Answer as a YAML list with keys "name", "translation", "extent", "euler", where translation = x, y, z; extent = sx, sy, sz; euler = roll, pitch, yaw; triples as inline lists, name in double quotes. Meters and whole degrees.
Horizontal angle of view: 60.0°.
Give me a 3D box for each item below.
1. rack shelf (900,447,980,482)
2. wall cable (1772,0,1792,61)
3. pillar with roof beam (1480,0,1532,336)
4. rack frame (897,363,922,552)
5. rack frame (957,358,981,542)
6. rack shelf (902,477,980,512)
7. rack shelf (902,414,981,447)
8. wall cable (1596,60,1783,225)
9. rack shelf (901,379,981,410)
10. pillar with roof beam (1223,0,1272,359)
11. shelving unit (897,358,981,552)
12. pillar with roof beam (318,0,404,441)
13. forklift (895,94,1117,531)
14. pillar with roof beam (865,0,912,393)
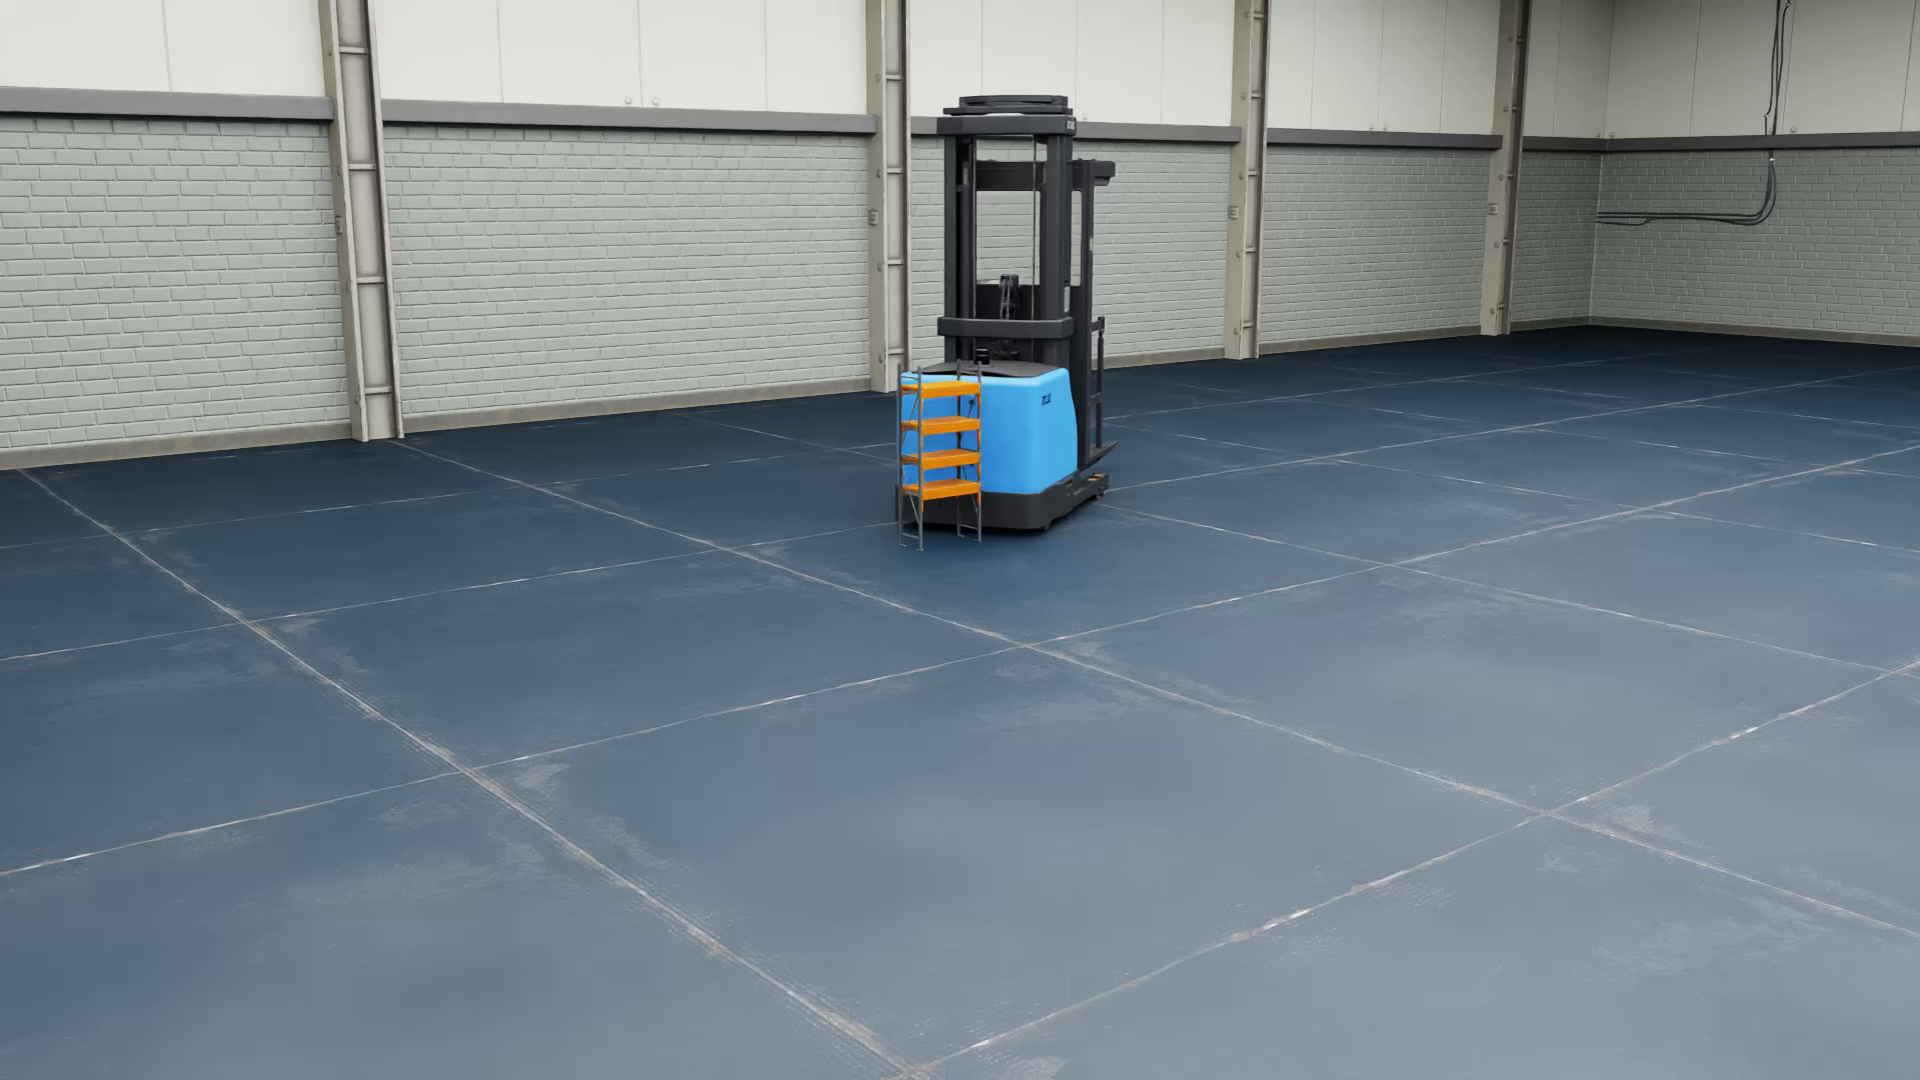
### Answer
- name: "rack shelf"
  translation: [-0.131, -0.498, 10.909]
  extent: [0.480, 0.148, 0.258]
  euler: [-9, 15, -37]
- name: "wall cable"
  translation: [13.386, -8.383, 24.260]
  extent: [0.112, 2.526, 3.097]
  euler: [-9, 15, -38]
- name: "pillar with roof beam"
  translation: [11.259, -7.004, 22.450]
  extent: [0.400, 9.000, 9.100]
  euler: [-9, 15, -38]
- name: "rack frame"
  translation: [-0.323, -0.532, 10.747]
  extent: [0.015, 1.200, 0.240]
  euler: [-9, 15, -37]
- name: "rack frame"
  translation: [0.060, -0.595, 11.042]
  extent: [0.015, 1.200, 0.240]
  euler: [-9, 15, -37]
- name: "rack shelf"
  translation: [-0.131, -0.304, 10.950]
  extent: [0.480, 0.148, 0.258]
  euler: [-9, 15, -37]
- name: "rack shelf"
  translation: [-0.131, -0.717, 10.862]
  extent: [0.480, 0.148, 0.258]
  euler: [-9, 15, -37]
- name: "wall cable"
  translation: [11.696, -6.351, 26.851]
  extent: [0.112, 2.526, 3.097]
  euler: [-9, 15, -38]
- name: "rack shelf"
  translation: [-0.131, -0.948, 10.813]
  extent: [0.480, 0.148, 0.258]
  euler: [-9, 15, -37]
- name: "pillar with roof beam"
  translation: [6.574, -6.226, 18.783]
  extent: [0.400, 9.000, 9.100]
  euler: [-9, 15, -38]
- name: "shelving unit"
  translation: [-0.131, -0.564, 10.895]
  extent: [0.503, 1.200, 0.258]
  euler: [-9, 15, -37]
- name: "pillar with roof beam"
  translation: [-2.797, -4.669, 11.450]
  extent: [0.400, 9.000, 9.100]
  euler: [-9, 15, -38]
- name: "forklift"
  translation: [0.507, -1.761, 12.366]
  extent: [1.130, 2.935, 3.031]
  euler: [4, 13, 18]
- name: "pillar with roof beam"
  translation: [1.888, -5.447, 15.117]
  extent: [0.400, 9.000, 9.100]
  euler: [-9, 15, -38]
